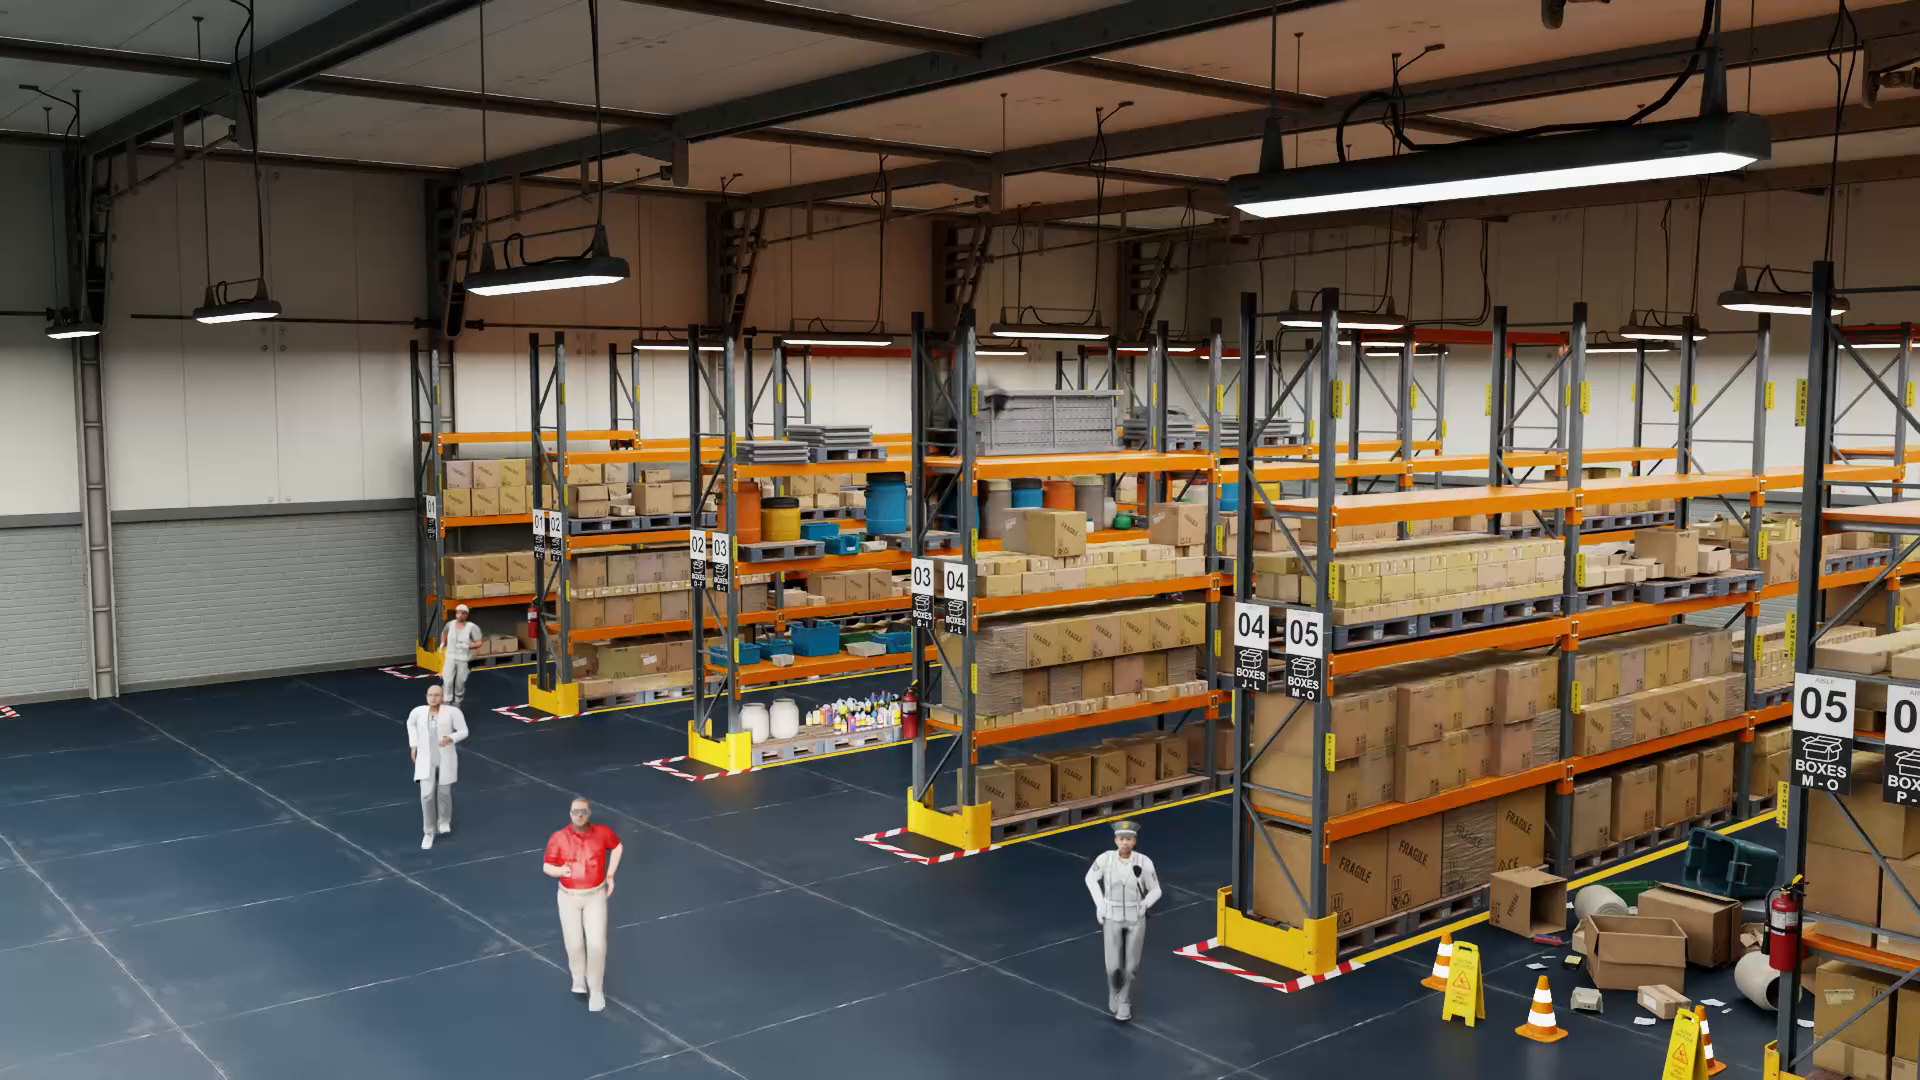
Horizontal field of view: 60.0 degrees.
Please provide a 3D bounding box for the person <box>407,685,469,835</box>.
[{"bbox_3d":[-5.912,2.463,18.829,0.689,1.669,0.818,-1,5,-13],"label":"person"}]

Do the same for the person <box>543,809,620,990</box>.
[{"bbox_3d":[-3.158,2.979,13.899,0.621,1.527,0.615,-1,5,-9],"label":"person"}]

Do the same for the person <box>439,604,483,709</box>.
[{"bbox_3d":[-7.789,1.886,25.985,0.684,1.793,0.924,0,5,-4],"label":"person"}]

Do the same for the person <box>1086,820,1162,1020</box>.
[{"bbox_3d":[1.323,3.092,13.491,0.626,1.657,0.532,1,5,6],"label":"person"}]

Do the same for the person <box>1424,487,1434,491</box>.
[{"bbox_3d":[4.774,1.956,17.574,2.827,3.203,31.711,1,5,12],"label":"person"}]
